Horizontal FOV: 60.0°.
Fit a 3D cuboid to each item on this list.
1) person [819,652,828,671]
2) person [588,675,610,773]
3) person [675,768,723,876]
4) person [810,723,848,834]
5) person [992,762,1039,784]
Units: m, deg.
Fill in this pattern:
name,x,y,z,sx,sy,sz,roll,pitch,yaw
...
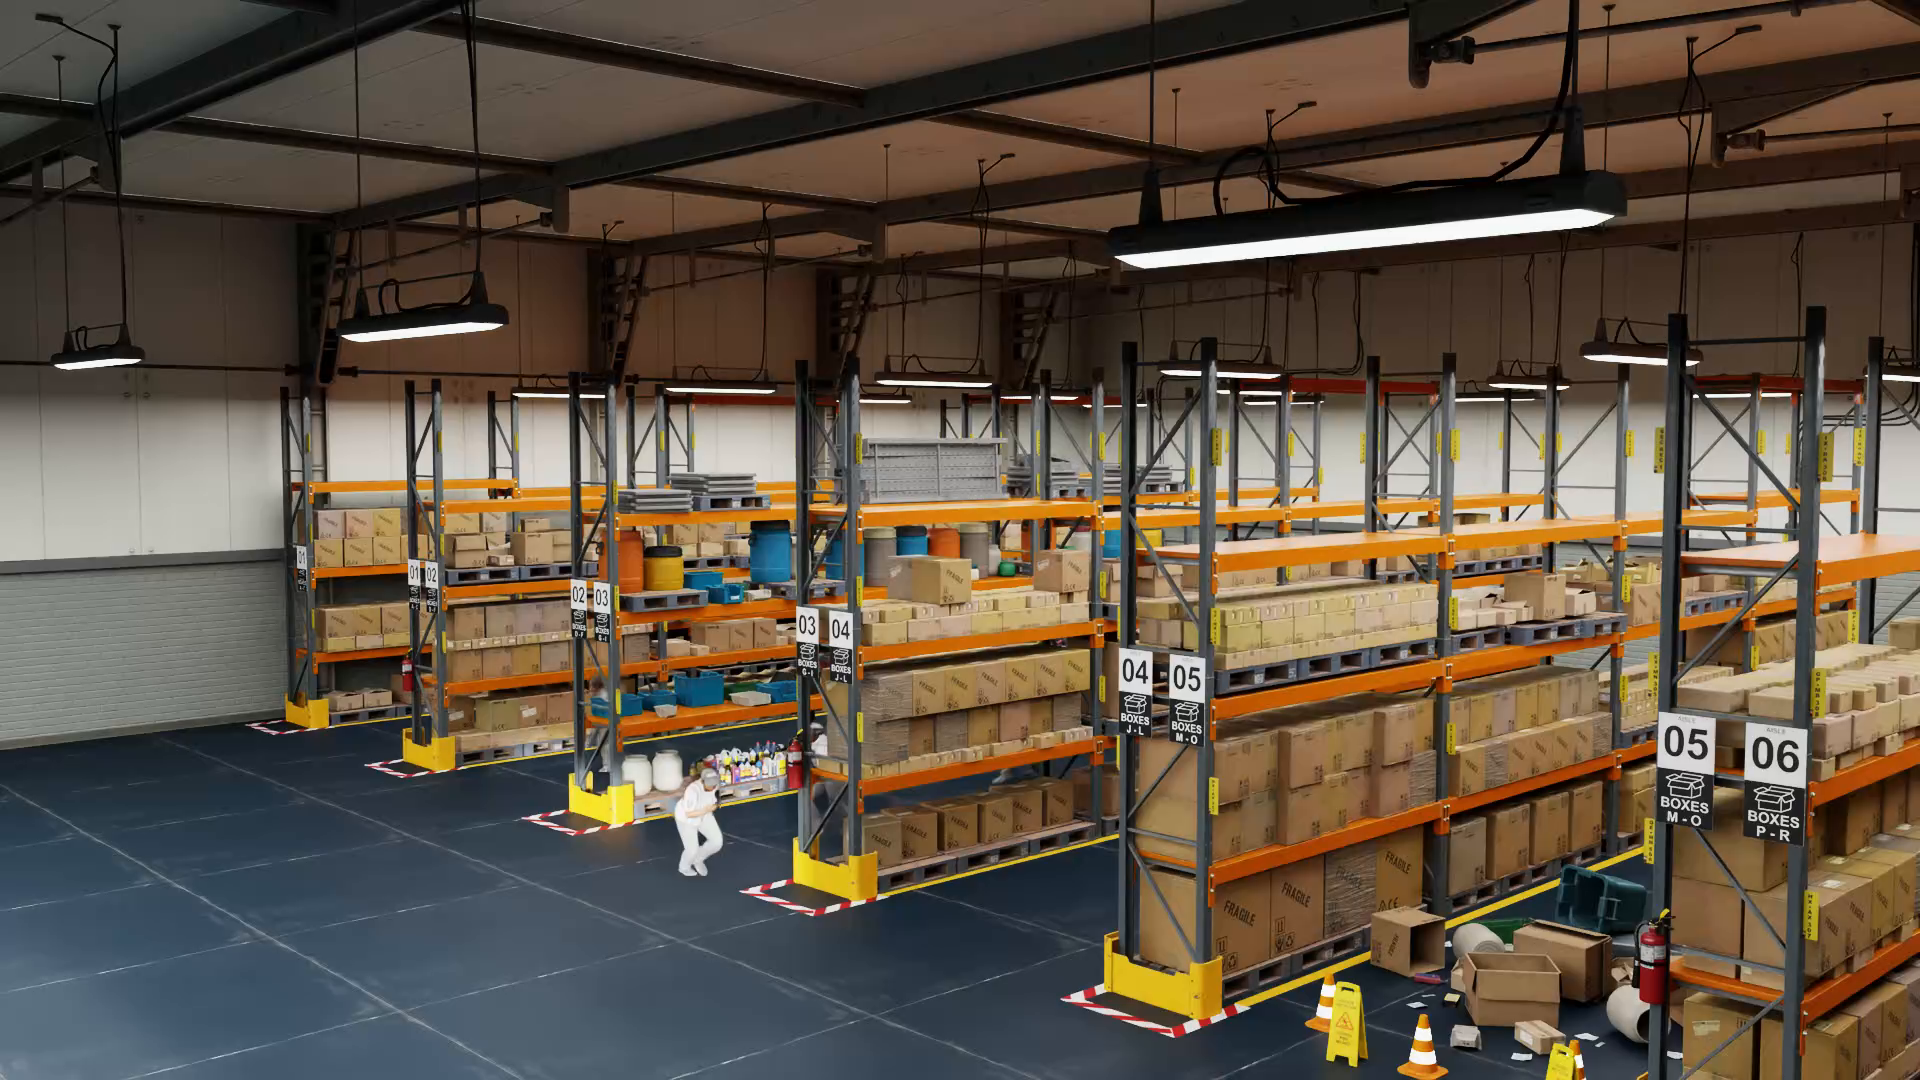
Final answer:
name,x,y,z,sx,sy,sz,roll,pitch,yaw
person,-3.009,2.180,34.740,0.688,1.572,0.864,2,4,24
person,-5.414,2.791,25.289,0.611,1.504,0.677,-3,5,-41
person,-2.997,3.246,19.137,0.594,1.375,0.975,-3,5,-41
person,-1.660,3.038,20.971,1.006,1.535,0.525,-2,4,-31
person,0.846,2.784,24.512,1.099,1.563,0.677,-3,5,-38
